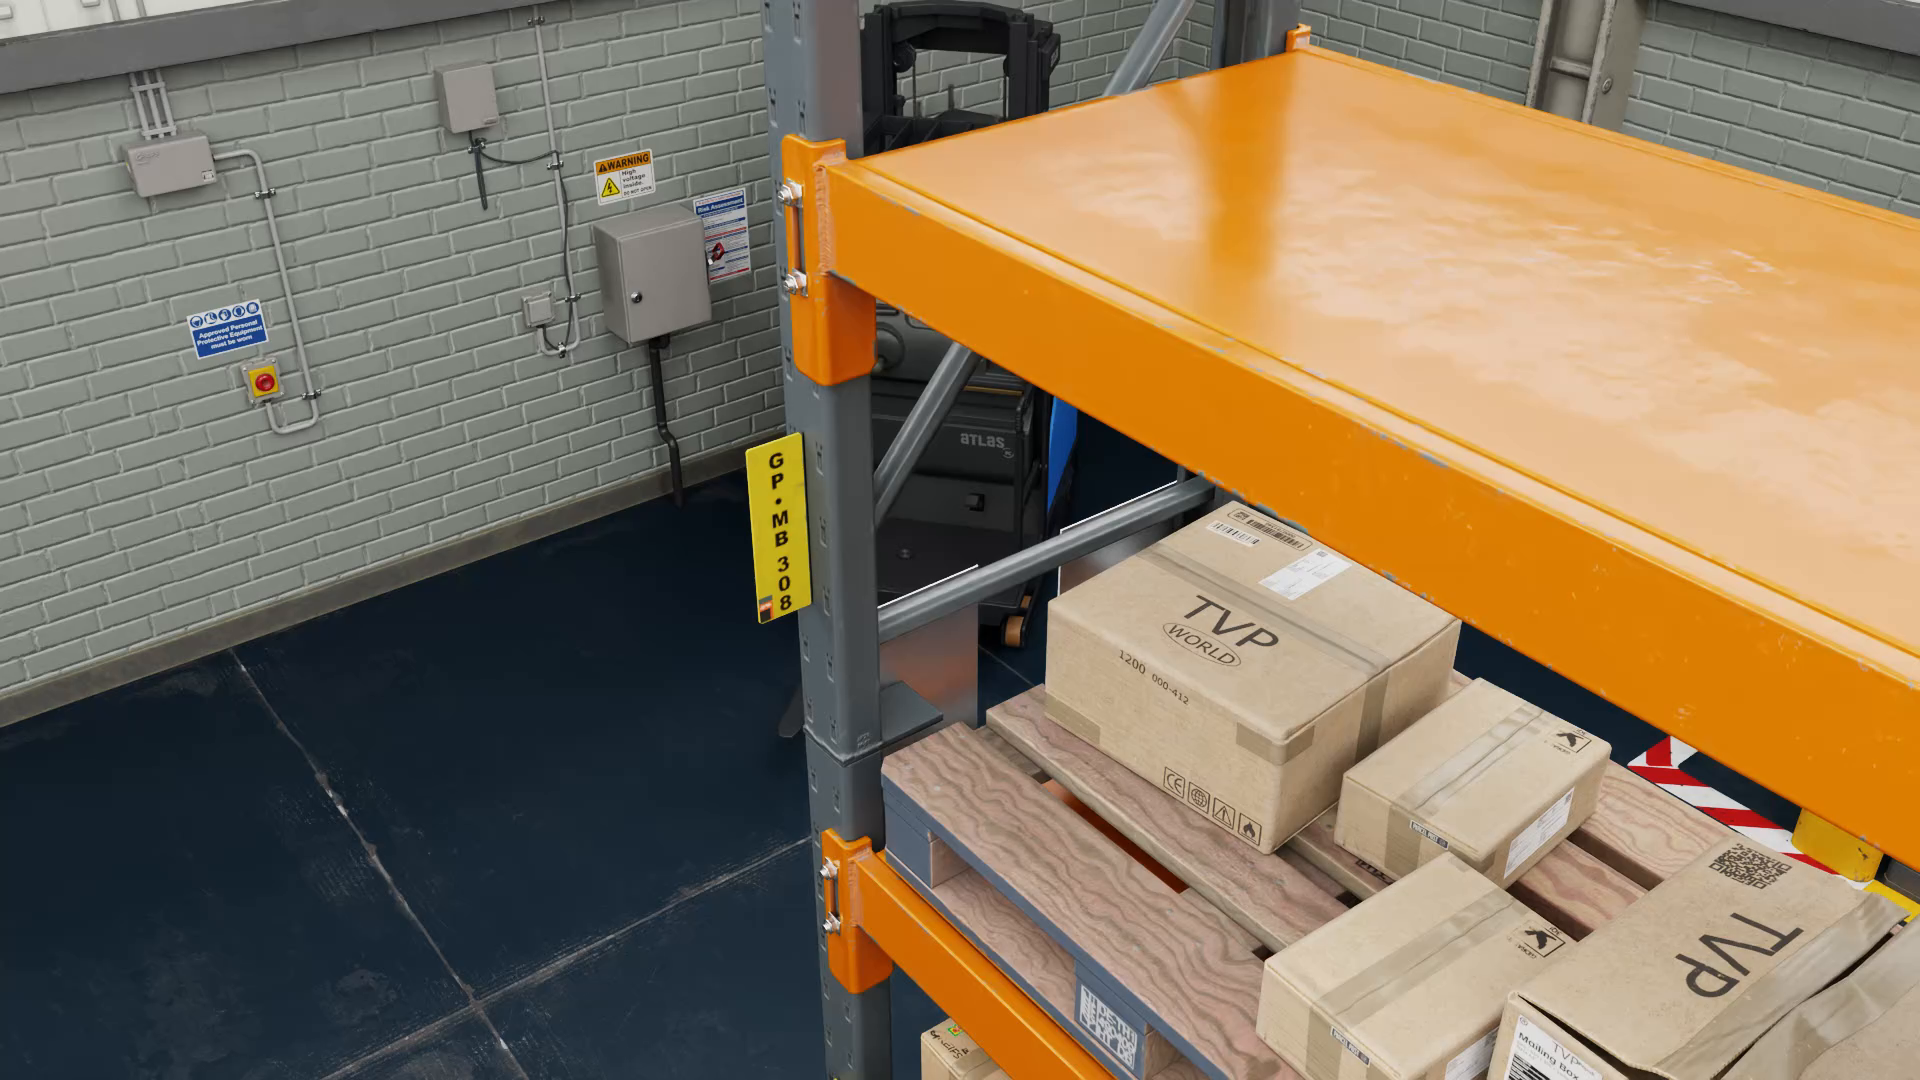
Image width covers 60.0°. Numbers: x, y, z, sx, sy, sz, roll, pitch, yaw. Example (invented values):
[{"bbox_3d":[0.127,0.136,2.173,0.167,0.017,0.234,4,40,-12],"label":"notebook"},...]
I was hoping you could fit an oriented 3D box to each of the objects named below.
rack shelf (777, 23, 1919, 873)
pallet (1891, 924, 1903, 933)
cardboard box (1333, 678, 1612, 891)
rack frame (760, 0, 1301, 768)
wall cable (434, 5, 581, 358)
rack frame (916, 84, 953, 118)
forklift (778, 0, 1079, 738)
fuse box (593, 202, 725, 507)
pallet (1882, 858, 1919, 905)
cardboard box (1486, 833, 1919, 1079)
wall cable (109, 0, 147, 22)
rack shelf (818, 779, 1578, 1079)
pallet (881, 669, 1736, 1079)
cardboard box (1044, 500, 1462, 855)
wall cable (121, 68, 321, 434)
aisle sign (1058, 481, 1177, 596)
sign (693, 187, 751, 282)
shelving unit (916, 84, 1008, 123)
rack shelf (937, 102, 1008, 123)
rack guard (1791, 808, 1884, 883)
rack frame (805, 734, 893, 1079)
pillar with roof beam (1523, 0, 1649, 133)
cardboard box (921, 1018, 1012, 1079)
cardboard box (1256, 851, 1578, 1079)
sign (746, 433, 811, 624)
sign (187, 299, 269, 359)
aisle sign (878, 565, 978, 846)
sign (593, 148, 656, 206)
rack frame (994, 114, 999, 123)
[{"bbox_3d":[1.377,0.247,1.384,1.077,0.370,4.000,-22,38,-31],"label":"rack shelf"},{"bbox_3d":[1.366,1.064,1.934,1.003,0.211,1.213,-22,38,-31],"label":"pallet"},{"bbox_3d":[0.818,0.405,2.657,0.380,0.149,0.250,-26,40,-35],"label":"cardboard box"},{"bbox_3d":[0.151,-1.062,2.431,1.000,3.000,0.127,-22,38,-31],"label":"rack frame"},{"bbox_3d":[-2.212,-1.751,8.264,0.588,1.984,0.122,-22,38,-31],"label":"wall cable"},{"bbox_3d":[-0.140,-1.604,9.842,0.015,2.100,0.400,16,35,24],"label":"rack frame"},{"bbox_3d":[-0.142,-0.921,7.955,1.130,2.935,3.031,7,33,11],"label":"forklift"},{"bbox_3d":[-1.577,-0.928,9.122,0.539,1.711,0.414,-22,38,-31],"label":"fuse box"},{"bbox_3d":[4.606,1.427,6.752,1.003,0.211,1.213,-22,38,-31],"label":"pallet"},{"bbox_3d":[1.029,0.669,2.078,0.500,0.311,0.500,-22,38,-31],"label":"cardboard box"},{"bbox_3d":[-3.560,-3.342,6.101,0.463,3.000,0.029,-22,38,-31],"label":"wall cable"},{"bbox_3d":[1.377,1.351,2.070,1.077,0.370,4.000,-22,38,-31],"label":"rack shelf"},{"bbox_3d":[0.614,0.556,2.753,1.003,0.211,1.213,-22,38,-31],"label":"pallet"},{"bbox_3d":[0.498,0.213,2.870,0.500,0.250,0.500,-26,40,-36],"label":"cardboard box"},{"bbox_3d":[-3.325,-1.301,7.509,0.585,1.953,0.123,-22,38,-31],"label":"wall cable"},{"bbox_3d":[0.352,0.252,3.538,0.394,0.787,0.004,-22,38,-31],"label":"aisle sign"},{"bbox_3d":[-1.313,-1.681,9.203,0.329,0.494,0.001,-22,38,-31],"label":"sign"},{"bbox_3d":[0.073,-1.541,9.741,0.503,2.100,0.431,16,35,24],"label":"shelving unit"},{"bbox_3d":[0.073,-2.124,9.378,0.480,0.518,0.431,16,35,24],"label":"rack shelf"},{"bbox_3d":[4.116,0.973,7.210,1.175,0.500,0.348,-22,38,-31],"label":"rack guard"},{"bbox_3d":[0.151,1.486,4.014,1.000,3.000,0.127,-22,38,-31],"label":"rack frame"},{"bbox_3d":[-0.273,-2.692,5.055,9.100,9.000,0.400,-22,38,-31],"label":"pillar with roof beam"},{"bbox_3d":[0.150,0.981,3.170,0.380,0.149,0.250,-21,38,-30],"label":"cardboard box"},{"bbox_3d":[0.636,0.626,2.301,0.380,0.149,0.250,-21,37,-30],"label":"cardboard box"},{"bbox_3d":[-0.291,-0.016,2.686,0.100,0.325,0.005,-22,38,-31],"label":"sign"},{"bbox_3d":[-3.401,-0.981,7.730,0.327,0.218,0.001,-22,38,-31],"label":"sign"},{"bbox_3d":[-0.122,0.446,3.225,0.394,0.787,0.004,-22,38,-31],"label":"aisle sign"},{"bbox_3d":[-1.747,-1.894,8.674,0.339,0.242,0.001,-22,38,-31],"label":"sign"},{"bbox_3d":[0.286,-1.479,9.640,0.015,2.100,0.400,16,35,24],"label":"rack frame"}]
